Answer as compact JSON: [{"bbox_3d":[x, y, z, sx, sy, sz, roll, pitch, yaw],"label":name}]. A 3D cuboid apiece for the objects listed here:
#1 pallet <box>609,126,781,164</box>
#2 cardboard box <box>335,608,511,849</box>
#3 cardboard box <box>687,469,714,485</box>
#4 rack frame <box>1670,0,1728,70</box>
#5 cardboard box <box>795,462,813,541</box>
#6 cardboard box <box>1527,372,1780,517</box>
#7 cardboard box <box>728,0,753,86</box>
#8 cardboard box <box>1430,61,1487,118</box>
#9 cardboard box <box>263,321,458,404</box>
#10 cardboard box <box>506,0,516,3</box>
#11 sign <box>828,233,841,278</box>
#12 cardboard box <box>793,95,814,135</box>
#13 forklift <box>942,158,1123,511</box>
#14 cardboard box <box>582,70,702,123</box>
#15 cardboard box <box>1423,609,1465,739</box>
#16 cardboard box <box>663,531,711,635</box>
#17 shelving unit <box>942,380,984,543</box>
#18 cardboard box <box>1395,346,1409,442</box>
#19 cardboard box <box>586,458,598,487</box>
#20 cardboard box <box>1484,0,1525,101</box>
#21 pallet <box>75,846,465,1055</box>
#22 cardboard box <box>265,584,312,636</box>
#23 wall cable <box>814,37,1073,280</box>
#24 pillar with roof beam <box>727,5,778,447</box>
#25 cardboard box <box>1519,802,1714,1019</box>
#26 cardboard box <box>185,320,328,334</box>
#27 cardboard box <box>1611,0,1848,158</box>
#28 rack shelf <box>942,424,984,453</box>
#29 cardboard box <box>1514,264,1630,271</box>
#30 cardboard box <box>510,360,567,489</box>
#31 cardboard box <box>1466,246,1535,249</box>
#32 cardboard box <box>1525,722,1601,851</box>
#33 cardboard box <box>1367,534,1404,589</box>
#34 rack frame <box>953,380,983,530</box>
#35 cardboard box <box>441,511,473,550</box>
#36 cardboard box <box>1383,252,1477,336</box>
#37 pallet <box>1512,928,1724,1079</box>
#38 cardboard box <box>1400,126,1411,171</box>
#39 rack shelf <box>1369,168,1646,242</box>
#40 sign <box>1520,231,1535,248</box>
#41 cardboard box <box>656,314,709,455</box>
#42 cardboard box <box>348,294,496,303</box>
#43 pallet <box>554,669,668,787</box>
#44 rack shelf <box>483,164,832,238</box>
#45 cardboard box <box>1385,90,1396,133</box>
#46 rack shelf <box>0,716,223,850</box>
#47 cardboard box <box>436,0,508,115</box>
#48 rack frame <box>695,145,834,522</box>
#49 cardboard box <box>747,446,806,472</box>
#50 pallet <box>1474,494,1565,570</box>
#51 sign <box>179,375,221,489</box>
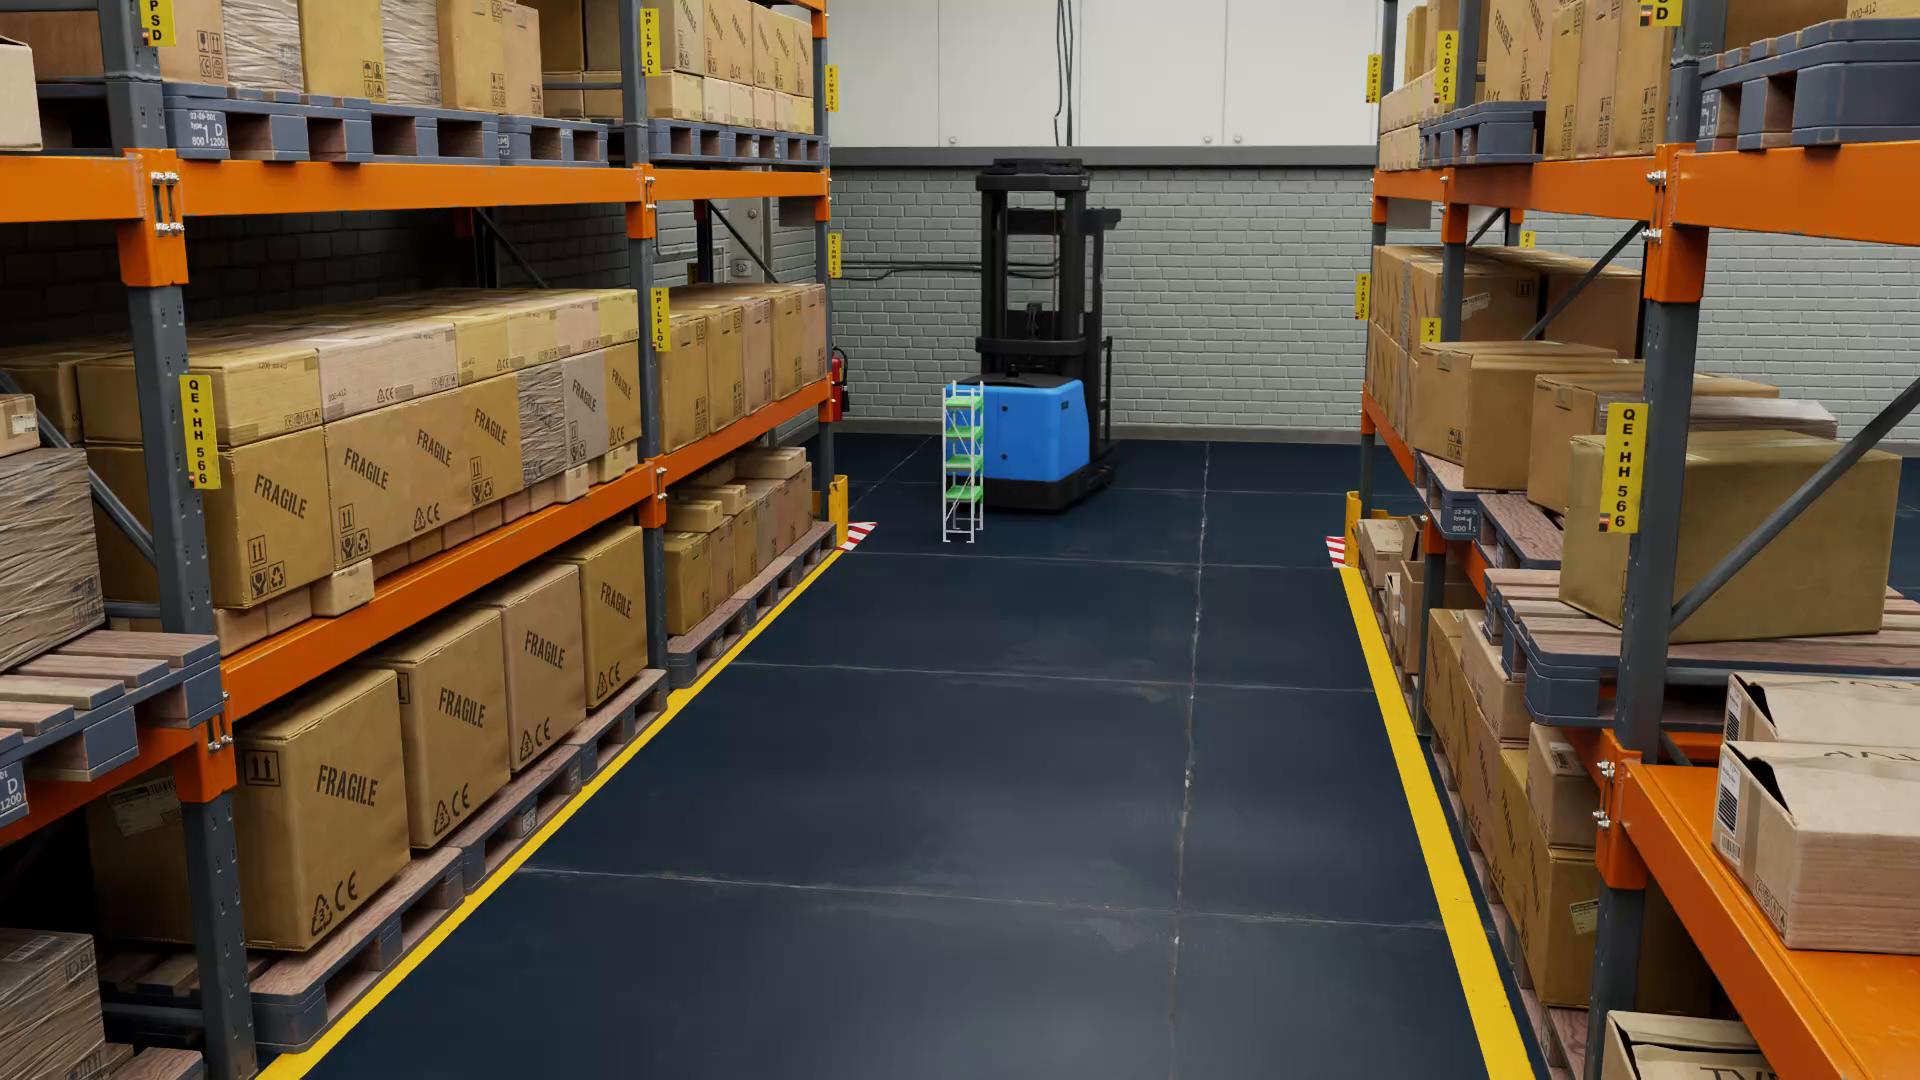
[{"bbox_3d":[-1.763,-2.473,10.441,1.003,0.211,1.213,2,12,9],"label":"pallet"},{"bbox_3d":[-2.320,0.720,6.638,0.750,0.750,0.750,2,12,8],"label":"cardboard box"},{"bbox_3d":[-1.854,-0.380,11.033,0.380,0.149,0.250,2,12,9],"label":"cardboard box"},{"bbox_3d":[2.191,-2.567,3.547,1.000,3.000,0.127,2,12,9],"label":"rack frame"},{"bbox_3d":[-1.482,-0.294,12.175,0.700,0.500,0.500,2,12,9],"label":"cardboard box"},{"bbox_3d":[2.596,-0.352,6.272,0.700,0.500,0.500,-1,12,-6],"label":"cardboard box"},{"bbox_3d":[-1.558,-2.990,9.972,0.500,0.500,0.500,2,12,9],"label":"cardboard box"},{"bbox_3d":[2.613,-2.215,8.200,0.500,0.250,0.500,2,12,9],"label":"cardboard box"},{"bbox_3d":[-2.224,-0.667,6.200,0.500,0.250,0.500,2,12,9],"label":"cardboard box"},{"bbox_3d":[-2.354,-2.545,7.501,0.500,0.250,0.500,3,12,13],"label":"cardboard box"},{"bbox_3d":[-0.940,-2.121,12.405,0.100,0.325,0.005,2,12,9],"label":"sign"},{"bbox_3d":[-1.324,-2.946,11.545,0.500,0.250,0.500,2,12,10],"label":"cardboard box"},{"bbox_3d":[0.808,-1.941,15.044,1.130,2.935,3.031,4,13,19],"label":"forklift"},{"bbox_3d":[-1.722,-2.410,9.057,0.500,0.250,0.500,2,12,8],"label":"cardboard box"},{"bbox_3d":[2.491,0.632,7.829,0.500,0.500,0.500,1,12,6],"label":"cardboard box"},{"bbox_3d":[-1.872,0.237,9.710,0.700,0.500,0.500,2,12,9],"label":"cardboard box"},{"bbox_3d":[0.025,-0.621,13.027,0.258,1.200,0.503,2,12,9],"label":"shelving unit"},{"bbox_3d":[2.785,-0.843,9.548,0.500,0.500,0.500,2,12,10],"label":"cardboard box"},{"bbox_3d":[-1.961,-0.329,7.948,0.380,0.149,0.250,2,12,10],"label":"cardboard box"},{"bbox_3d":[2.656,-2.134,7.186,0.600,0.600,0.600,1,12,3],"label":"cardboard box"},{"bbox_3d":[-2.508,1.407,5.964,1.003,0.211,1.213,2,12,9],"label":"pallet"},{"bbox_3d":[-2.377,0.205,5.470,0.380,0.149,0.250,2,12,9],"label":"cardboard box"},{"bbox_3d":[-0.251,-4.040,17.752,3.097,2.526,0.112,2,12,9],"label":"wall cable"},{"bbox_3d":[2.341,-4.843,14.106,9.100,9.000,0.400,2,12,9],"label":"pillar with roof beam"},{"bbox_3d":[2.103,1.170,5.335,0.500,0.500,0.500,2,12,11],"label":"cardboard box"},{"bbox_3d":[-2.725,-0.682,6.269,0.500,0.250,0.500,2,12,7],"label":"cardboard box"},{"bbox_3d":[2.225,-1.242,4.279,0.910,0.500,0.500,2,12,9],"label":"cardboard box"},{"bbox_3d":[0.025,-0.793,12.990,0.258,0.148,0.480,2,12,9],"label":"rack shelf"},{"bbox_3d":[3.236,-1.202,8.838,0.500,0.500,0.500,1,12,7],"label":"cardboard box"},{"bbox_3d":[-2.065,-0.516,7.278,0.500,0.500,0.500,2,12,9],"label":"cardboard box"},{"bbox_3d":[3.625,-1.736,11.319,0.500,0.500,0.500,2,12,8],"label":"cardboard box"},{"bbox_3d":[2.108,0.791,5.311,0.500,0.250,0.500,2,12,11],"label":"cardboard box"},{"bbox_3d":[2.904,0.141,10.701,0.500,0.250,0.500,2,12,9],"label":"cardboard box"},{"bbox_3d":[0.063,-0.672,13.263,0.240,1.200,0.015,2,12,9],"label":"rack frame"},{"bbox_3d":[-2.199,-0.062,6.711,0.380,0.149,0.250,2,12,9],"label":"cardboard box"},{"bbox_3d":[2.938,-1.541,10.413,0.500,0.500,0.500,2,12,9],"label":"cardboard box"},{"bbox_3d":[2.344,1.574,5.188,1.003,0.211,1.213,2,12,9],"label":"pallet"},{"bbox_3d":[2.856,-2.282,9.700,0.500,0.250,0.500,2,12,9],"label":"cardboard box"},{"bbox_3d":[3.114,-1.998,9.734,1.077,0.370,4.000,2,12,9],"label":"rack shelf"},{"bbox_3d":[3.967,-1.998,11.648,0.100,0.325,0.005,2,12,9],"label":"sign"},{"bbox_3d":[-1.989,-0.886,9.274,0.980,0.700,0.700,2,12,10],"label":"cardboard box"},{"bbox_3d":[-2.491,-1.001,7.749,0.500,0.250,0.500,2,12,9],"label":"cardboard box"},{"bbox_3d":[-2.133,0.899,8.321,1.003,0.211,1.213,2,12,9],"label":"pallet"},{"bbox_3d":[-1.781,-2.158,10.475,1.077,0.370,4.000,2,12,9],"label":"rack shelf"},{"bbox_3d":[3.002,-2.735,10.614,0.500,0.250,0.500,2,12,9],"label":"cardboard box"},{"bbox_3d":[-3.012,0.973,3.064,1.077,0.370,4.000,2,12,9],"label":"rack shelf"},{"bbox_3d":[-2.354,-2.060,7.030,0.700,0.500,0.500,2,12,8],"label":"cardboard box"},{"bbox_3d":[-1.474,-1.460,12.647,1.000,3.000,0.127,2,12,9],"label":"rack frame"},{"bbox_3d":[-1.322,-0.579,11.956,0.380,0.149,0.250,2,12,8],"label":"cardboard box"},{"bbox_3d":[2.486,0.054,6.078,1.003,0.211,1.213,2,12,9],"label":"pallet"},{"bbox_3d":[-2.166,-0.306,4.734,0.100,0.325,0.005,2,12,9],"label":"sign"}]
